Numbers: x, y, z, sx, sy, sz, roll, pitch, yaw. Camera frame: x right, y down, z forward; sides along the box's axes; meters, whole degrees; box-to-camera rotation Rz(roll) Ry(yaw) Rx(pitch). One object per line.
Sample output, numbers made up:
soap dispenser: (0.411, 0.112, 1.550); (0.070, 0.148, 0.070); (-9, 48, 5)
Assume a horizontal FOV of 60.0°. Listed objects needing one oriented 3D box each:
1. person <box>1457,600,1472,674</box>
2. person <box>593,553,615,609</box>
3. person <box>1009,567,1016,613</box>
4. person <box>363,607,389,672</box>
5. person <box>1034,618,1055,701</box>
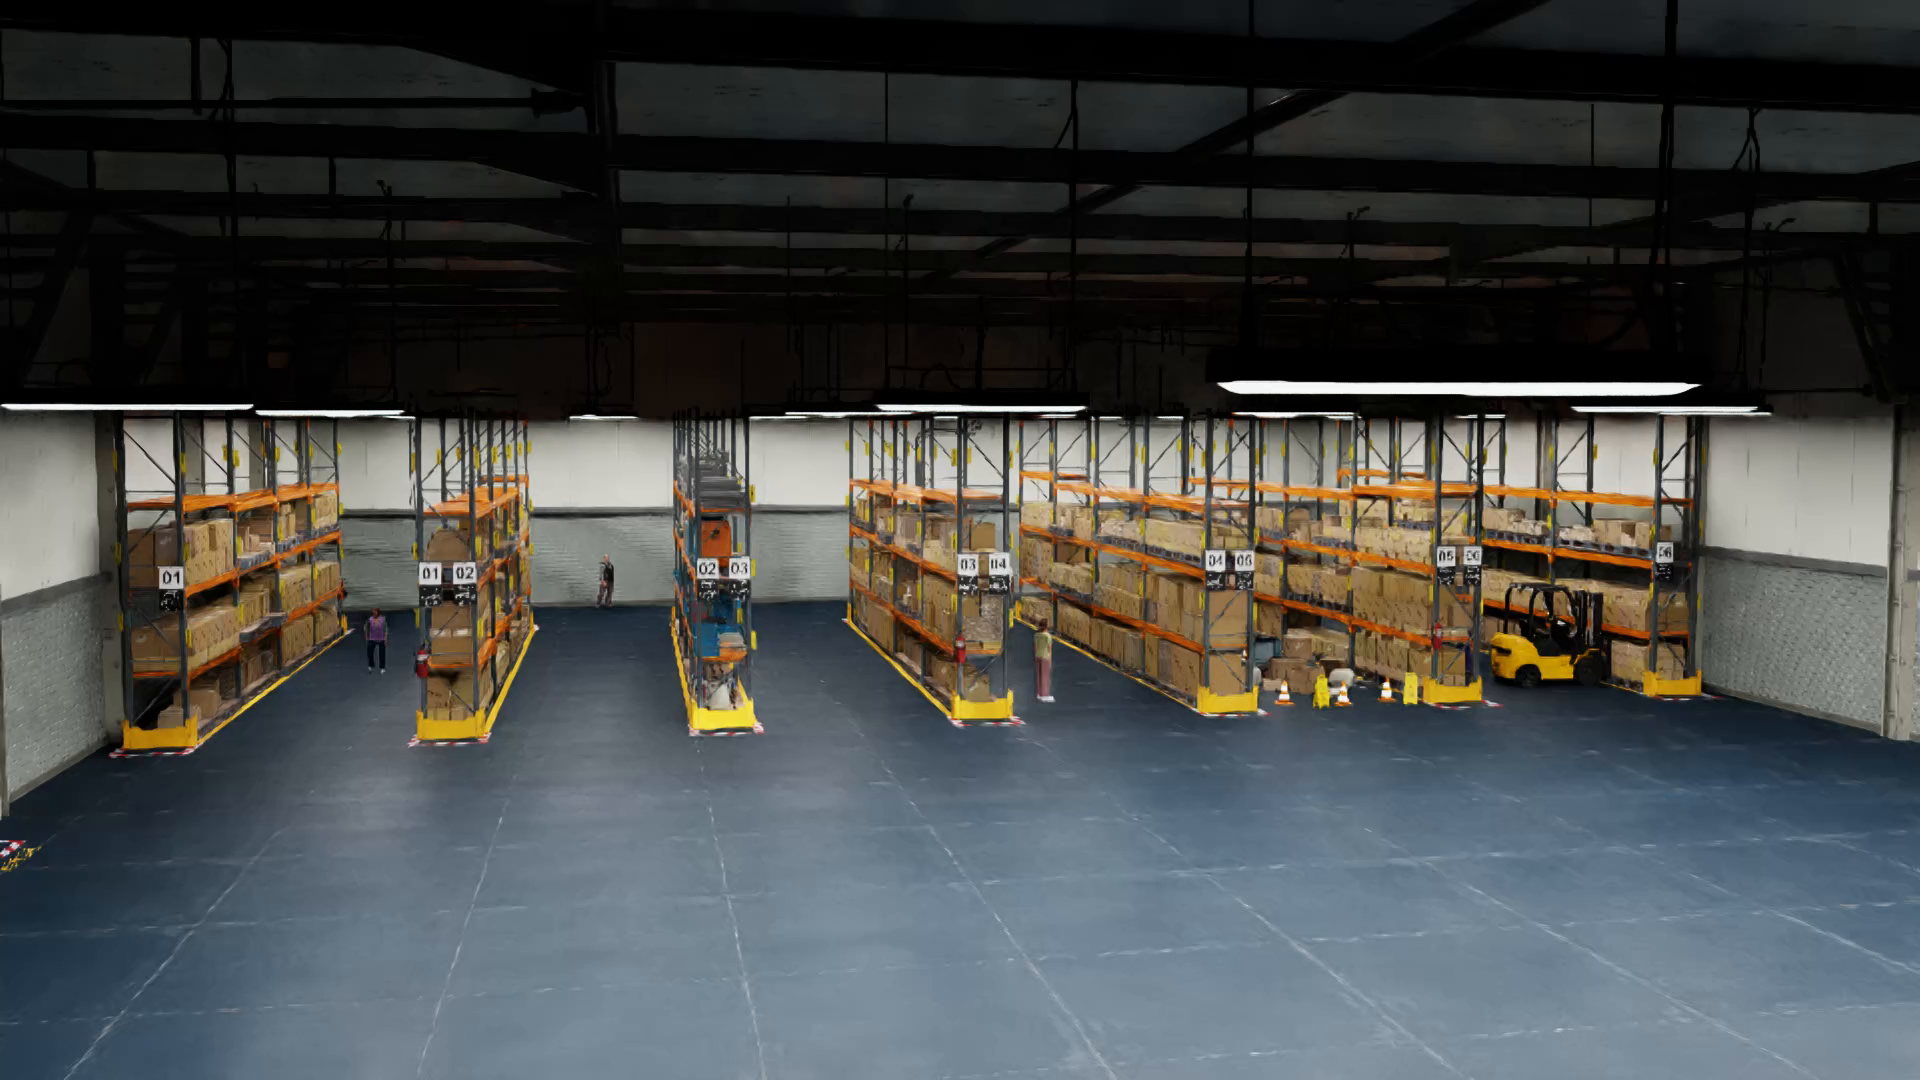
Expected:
person: (11.437, 2.217, 37.884); (0.475, 1.615, 0.523); (1, 4, 19)
person: (-10.866, 1.270, 50.663); (0.479, 1.717, 0.703); (2, 5, 30)
person: (1.428, 1.372, 49.654); (0.492, 1.664, 0.554); (2, 5, 28)
person: (-13.293, 2.266, 37.895); (0.566, 1.541, 0.519); (-1, 4, -14)
person: (1.749, 2.443, 34.177); (0.440, 1.675, 0.498); (-4, 6, -43)
